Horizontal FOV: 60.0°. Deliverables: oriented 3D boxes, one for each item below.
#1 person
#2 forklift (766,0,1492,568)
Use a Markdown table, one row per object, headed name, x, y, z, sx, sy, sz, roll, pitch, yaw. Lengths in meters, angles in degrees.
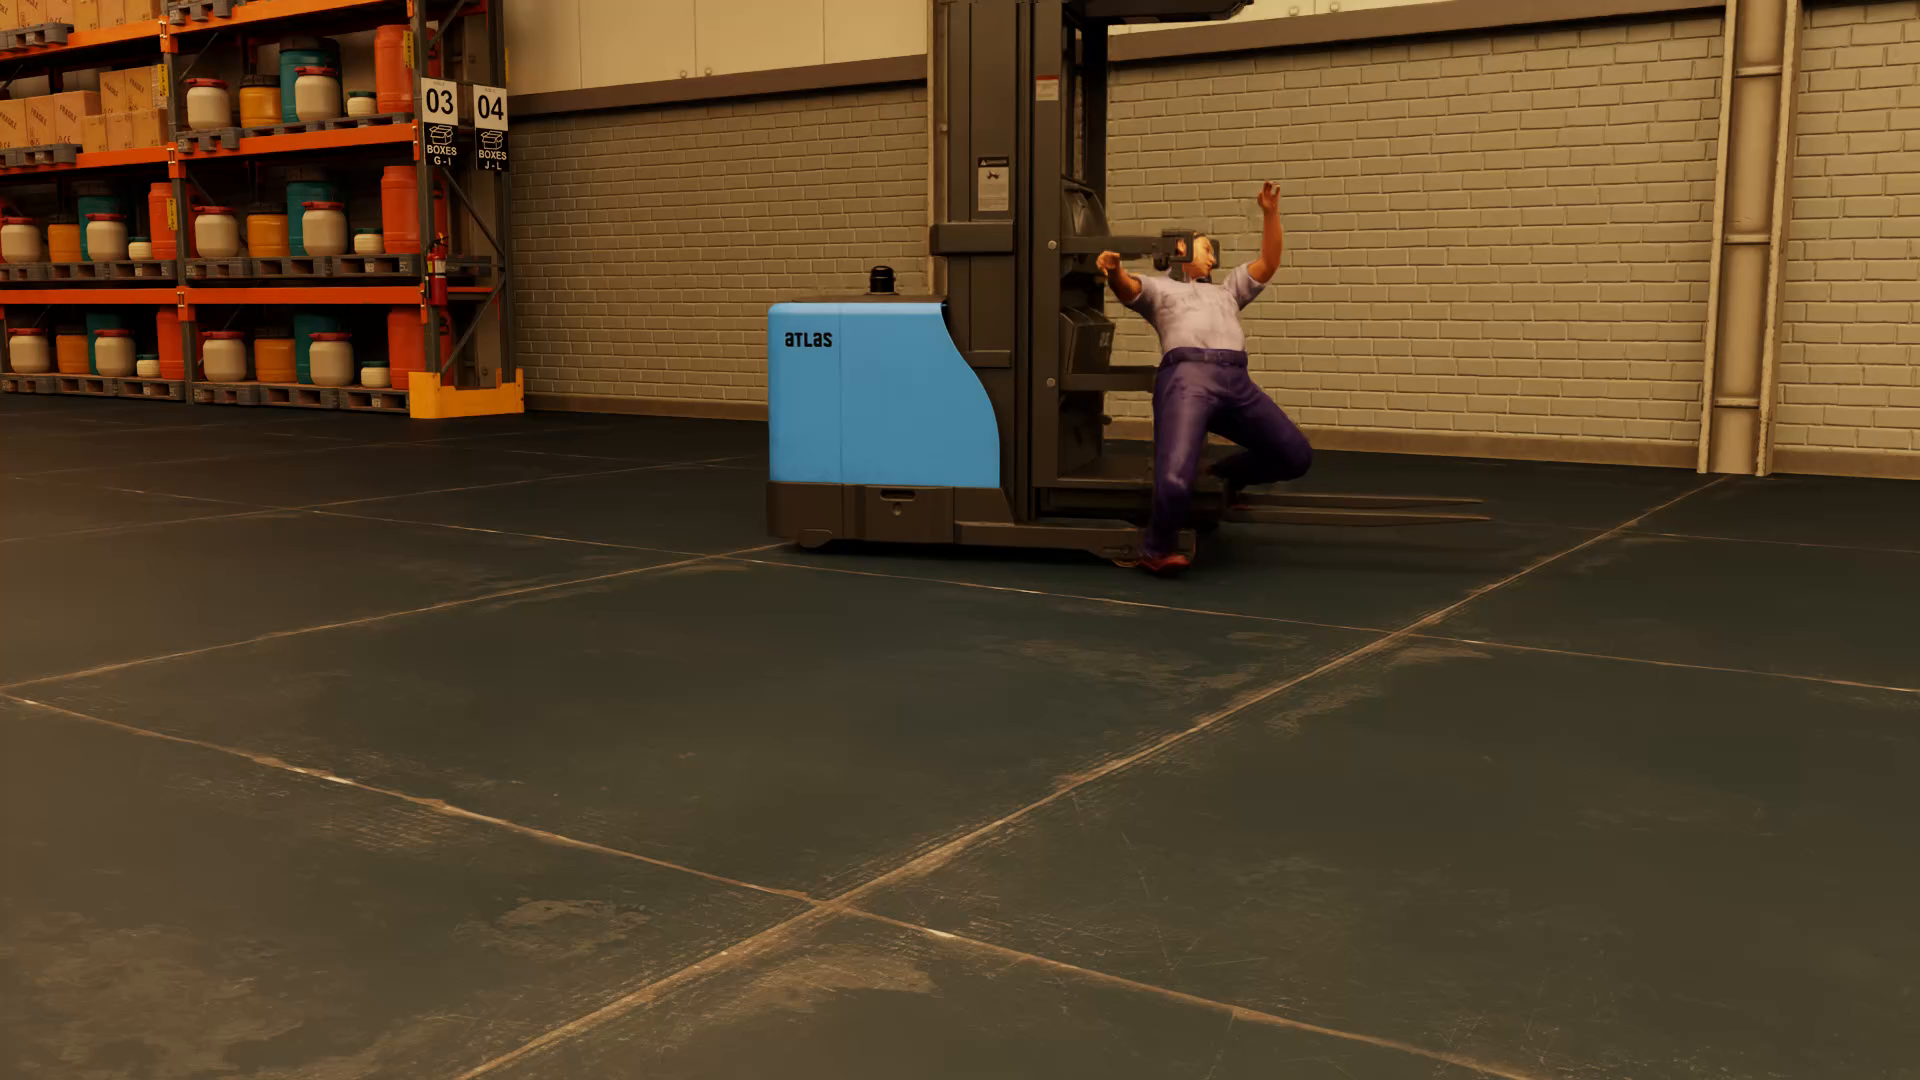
| name | x | y | z | sx | sy | sz | roll | pitch | yaw |
| --- | --- | --- | --- | --- | --- | --- | --- | --- | --- |
| person | 0.851 | -0.640 | 6.555 | 1.056 | 1.513 | 0.629 | -5 | 10 | -34 |
| forklift | 0.731 | -1.413 | 7.127 | 3.031 | 2.935 | 1.130 | 2 | 8 | 14 |
